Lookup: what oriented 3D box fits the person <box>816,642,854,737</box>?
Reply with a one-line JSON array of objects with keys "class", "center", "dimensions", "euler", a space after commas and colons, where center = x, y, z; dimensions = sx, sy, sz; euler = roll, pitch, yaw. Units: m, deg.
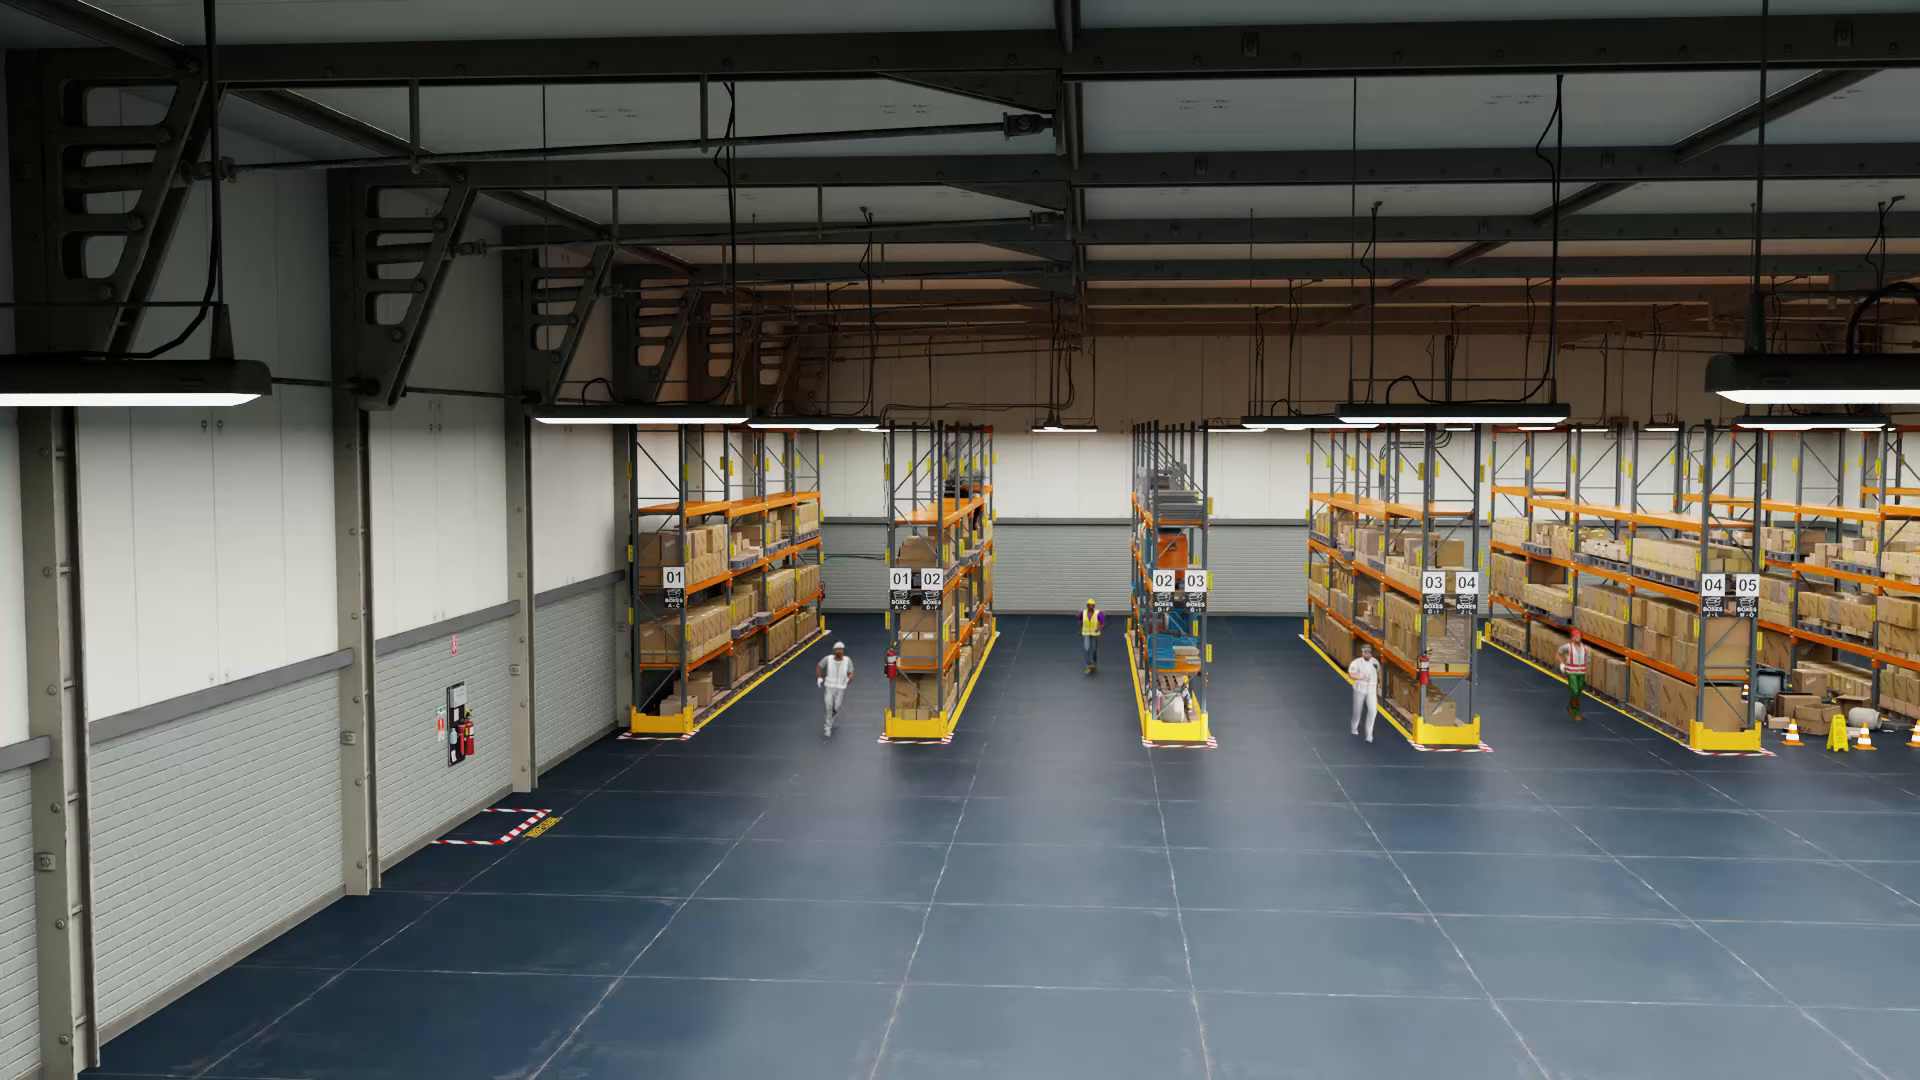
[{"class": "person", "center": [-2.394, 2.843, 31.971], "dimensions": [0.721, 1.777, 0.846], "euler": [-1, 4, -11]}]

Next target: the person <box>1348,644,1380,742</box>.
[{"class": "person", "center": [7.625, 2.873, 31.317], "dimensions": [0.670, 1.868, 0.780], "euler": [0, 4, -1]}]

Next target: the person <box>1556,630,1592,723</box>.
[{"class": "person", "center": [12.360, 2.707, 33.379], "dimensions": [0.640, 1.824, 0.814], "euler": [0, 4, -7]}]

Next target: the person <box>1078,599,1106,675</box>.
[{"class": "person", "center": [3.166, 2.306, 40.044], "dimensions": [0.702, 1.779, 0.922], "euler": [1, 4, 9]}]
